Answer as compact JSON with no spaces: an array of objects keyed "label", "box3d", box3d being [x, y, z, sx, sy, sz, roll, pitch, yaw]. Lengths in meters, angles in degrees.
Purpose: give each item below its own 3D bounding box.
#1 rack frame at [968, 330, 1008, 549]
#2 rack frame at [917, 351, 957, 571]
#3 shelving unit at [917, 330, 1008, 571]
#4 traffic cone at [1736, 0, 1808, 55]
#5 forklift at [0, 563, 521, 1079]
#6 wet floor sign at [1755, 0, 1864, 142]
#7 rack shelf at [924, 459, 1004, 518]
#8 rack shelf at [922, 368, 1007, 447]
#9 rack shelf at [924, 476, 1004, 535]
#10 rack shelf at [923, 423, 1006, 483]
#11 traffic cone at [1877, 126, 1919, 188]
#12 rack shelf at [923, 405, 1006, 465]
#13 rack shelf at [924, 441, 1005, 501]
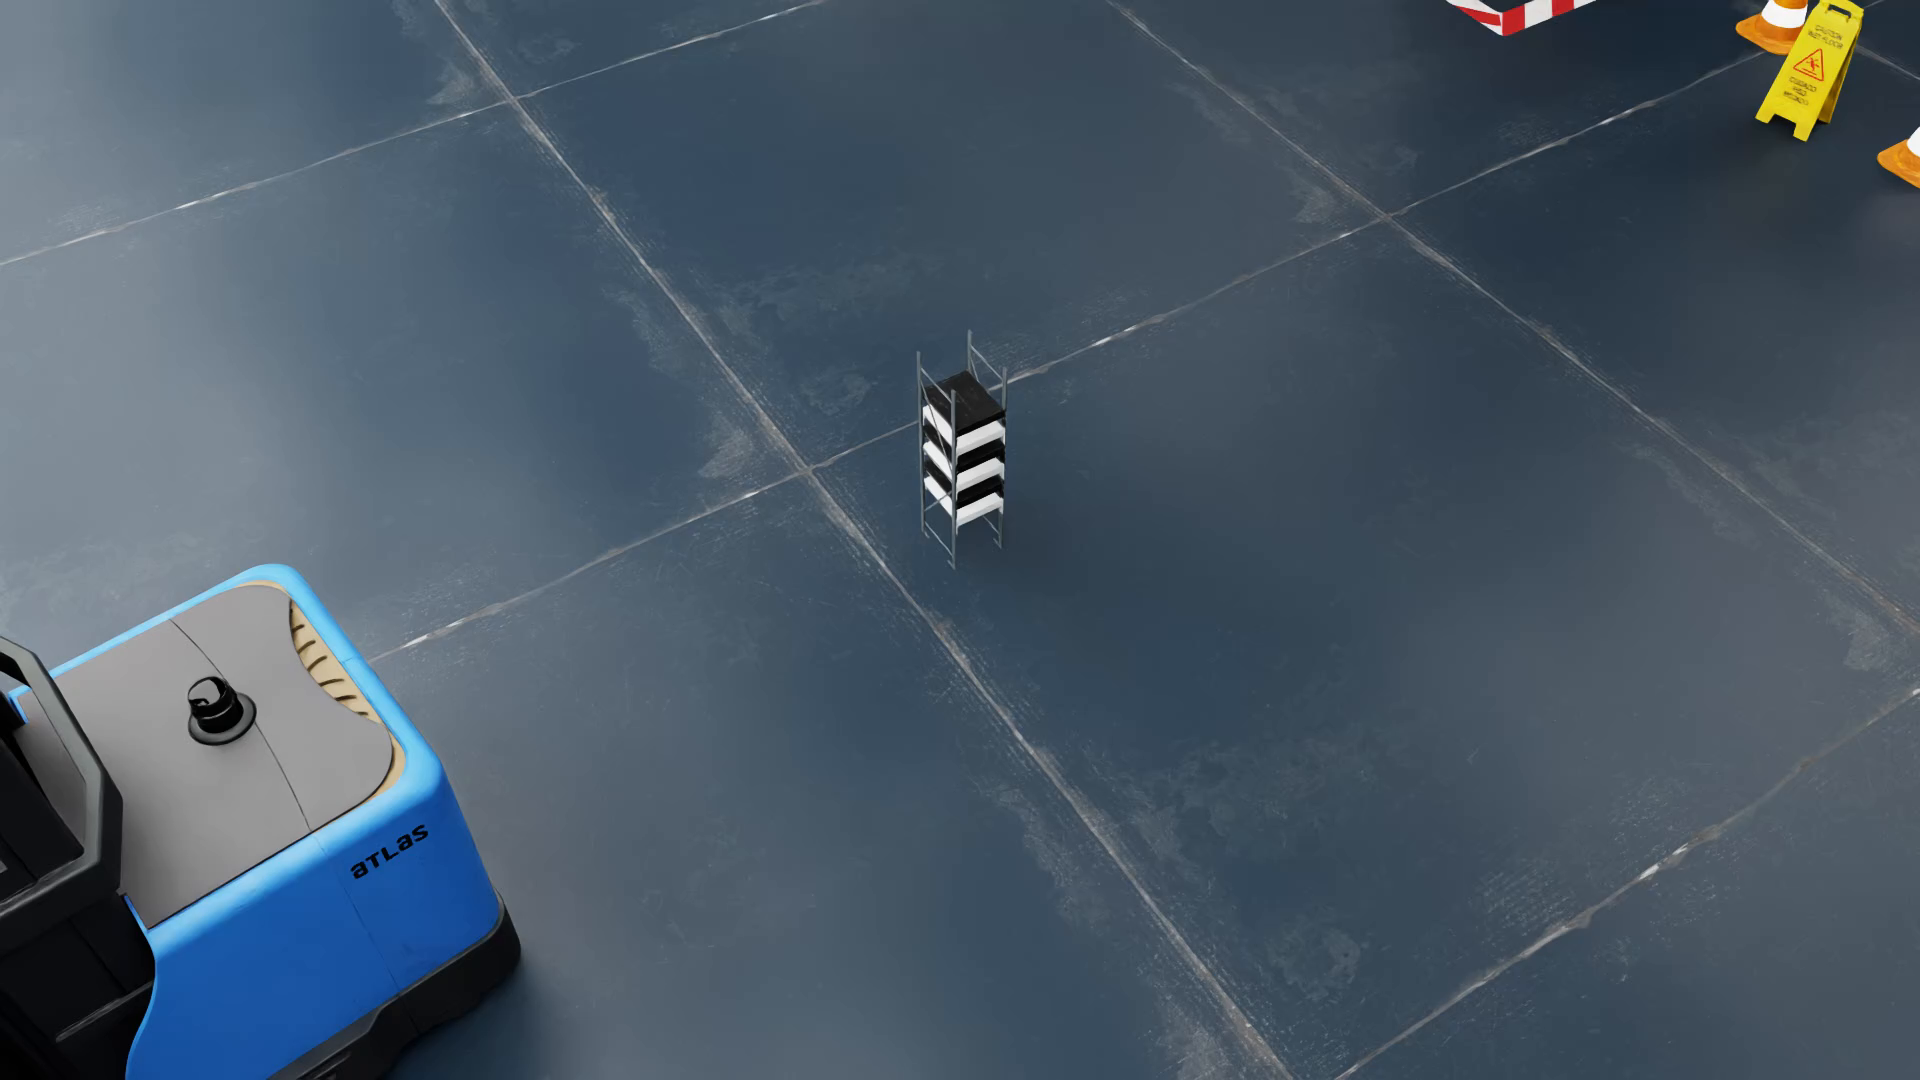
[{"label":"rack frame","box3d":[0.093,-0.343,5.953,0.006,0.900,0.240,-25,53,-21]},{"label":"rack frame","box3d":[-0.079,-0.262,5.881,0.006,0.900,0.240,-25,53,-21]},{"label":"shelving unit","box3d":[0.007,-0.303,5.917,0.210,0.900,0.258,-25,53,-21]},{"label":"traffic cone","box3d":[4.209,-2.763,8.400,0.334,0.463,0.336,-25,53,-21]},{"label":"forklift","box3d":[-2.787,0.763,3.608,3.031,2.935,1.130,-32,56,-25]},{"label":"wet floor sign","box3d":[4.034,-2.247,7.819,0.232,0.644,0.267,-34,57,-27]},{"label":"rack shelf","box3d":[0.007,-0.220,6.009,0.200,0.077,0.258,-25,53,-21]},{"label":"rack shelf","box3d":[0.007,-0.460,5.740,0.200,0.077,0.258,-25,53,-21]},{"label":"rack shelf","box3d":[0.007,-0.161,6.076,0.200,0.077,0.258,-25,53,-21]},{"label":"rack shelf","box3d":[0.007,-0.340,5.874,0.200,0.077,0.258,-25,53,-21]},{"label":"traffic cone","box3d":[4.524,-1.914,7.644,0.334,0.463,0.336,-25,53,-21]},{"label":"rack shelf","box3d":[0.007,-0.400,5.807,0.200,0.077,0.258,-25,53,-21]},{"label":"rack shelf","box3d":[0.007,-0.280,5.942,0.200,0.077,0.258,-25,53,-21]}]
